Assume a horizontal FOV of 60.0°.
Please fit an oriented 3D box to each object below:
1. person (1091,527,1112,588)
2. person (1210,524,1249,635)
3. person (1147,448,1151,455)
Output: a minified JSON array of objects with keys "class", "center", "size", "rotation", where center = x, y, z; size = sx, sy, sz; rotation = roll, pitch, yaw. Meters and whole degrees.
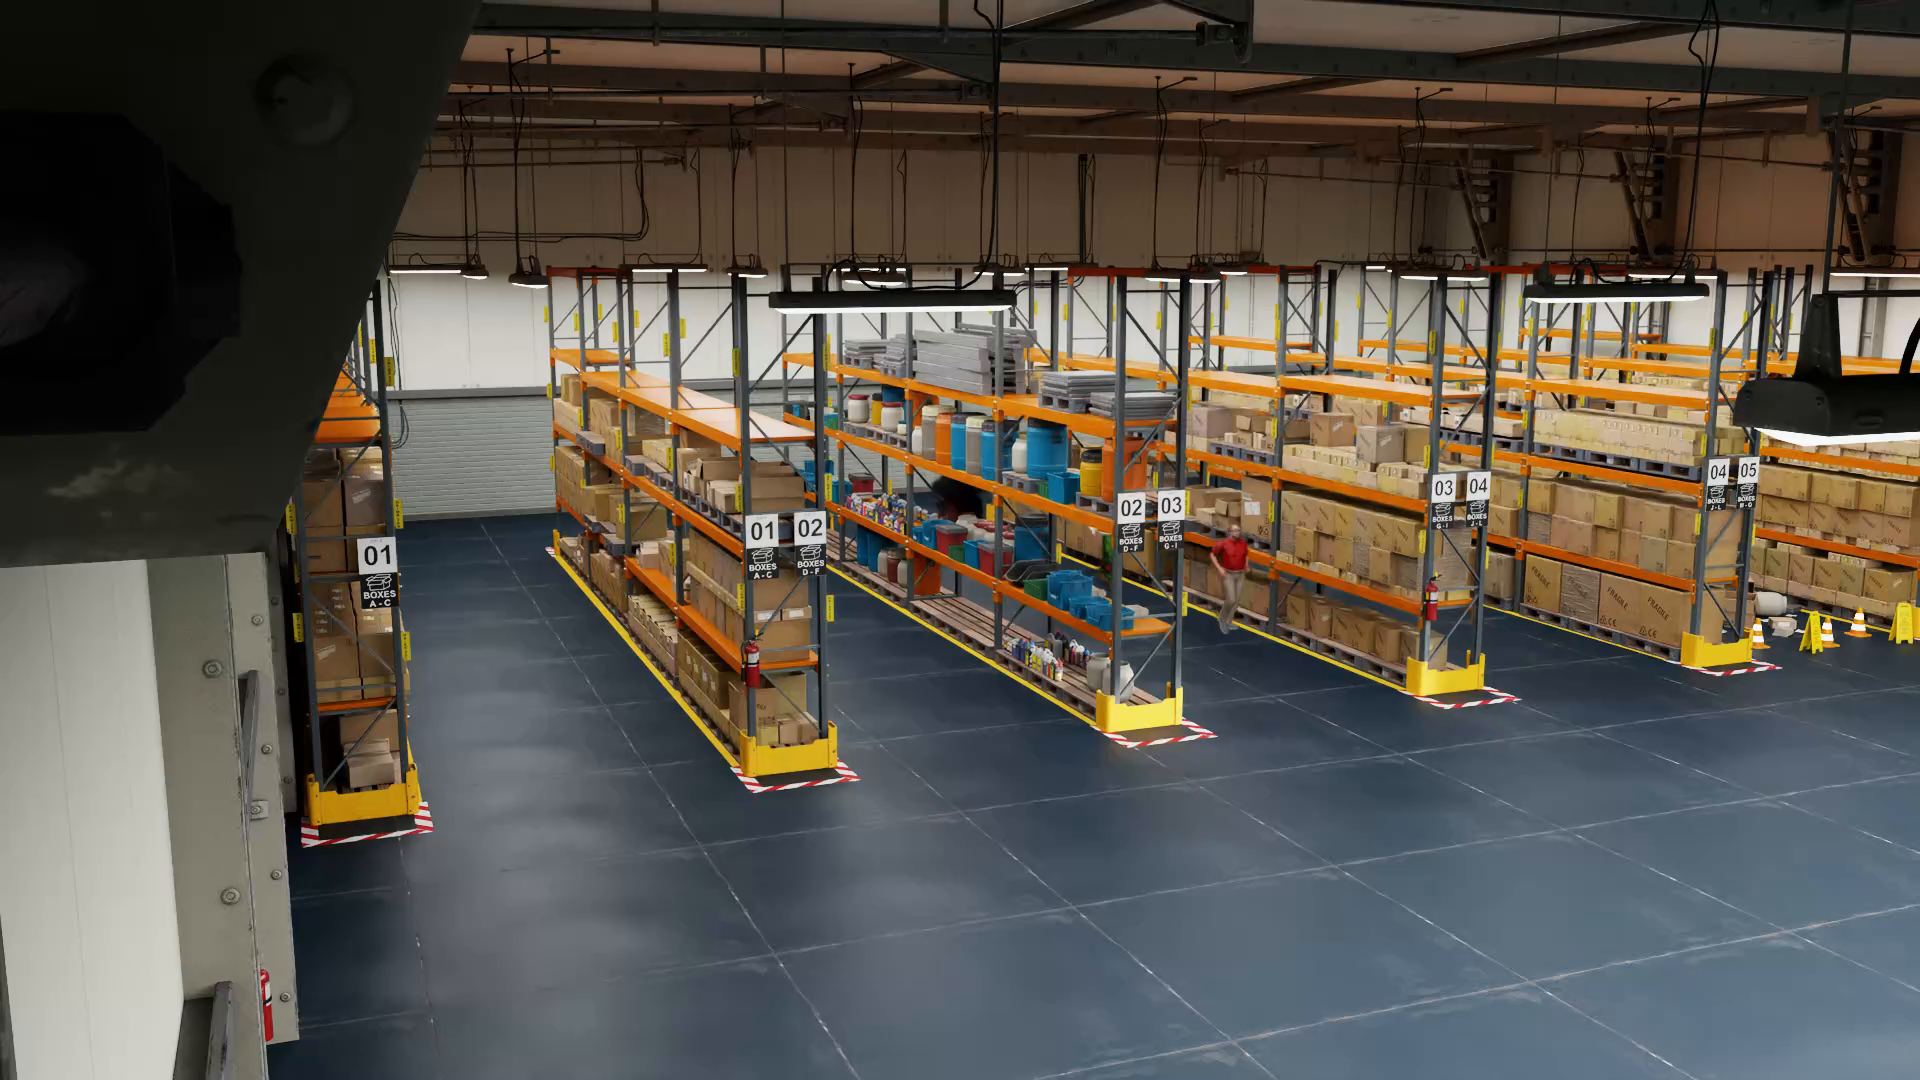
[{"class":"person","center":[2.741,-0.042,30.098],"size":[0.643,1.895,0.835],"rotation":[-6,12,-32]},{"class":"person","center":[4.376,0.644,26.591],"size":[0.641,1.796,0.541],"rotation":[-4,11,-23]},{"class":"person","center":[4.422,-1.560,41.076],"size":[0.719,1.591,0.723],"rotation":[-5,11,-28]}]
